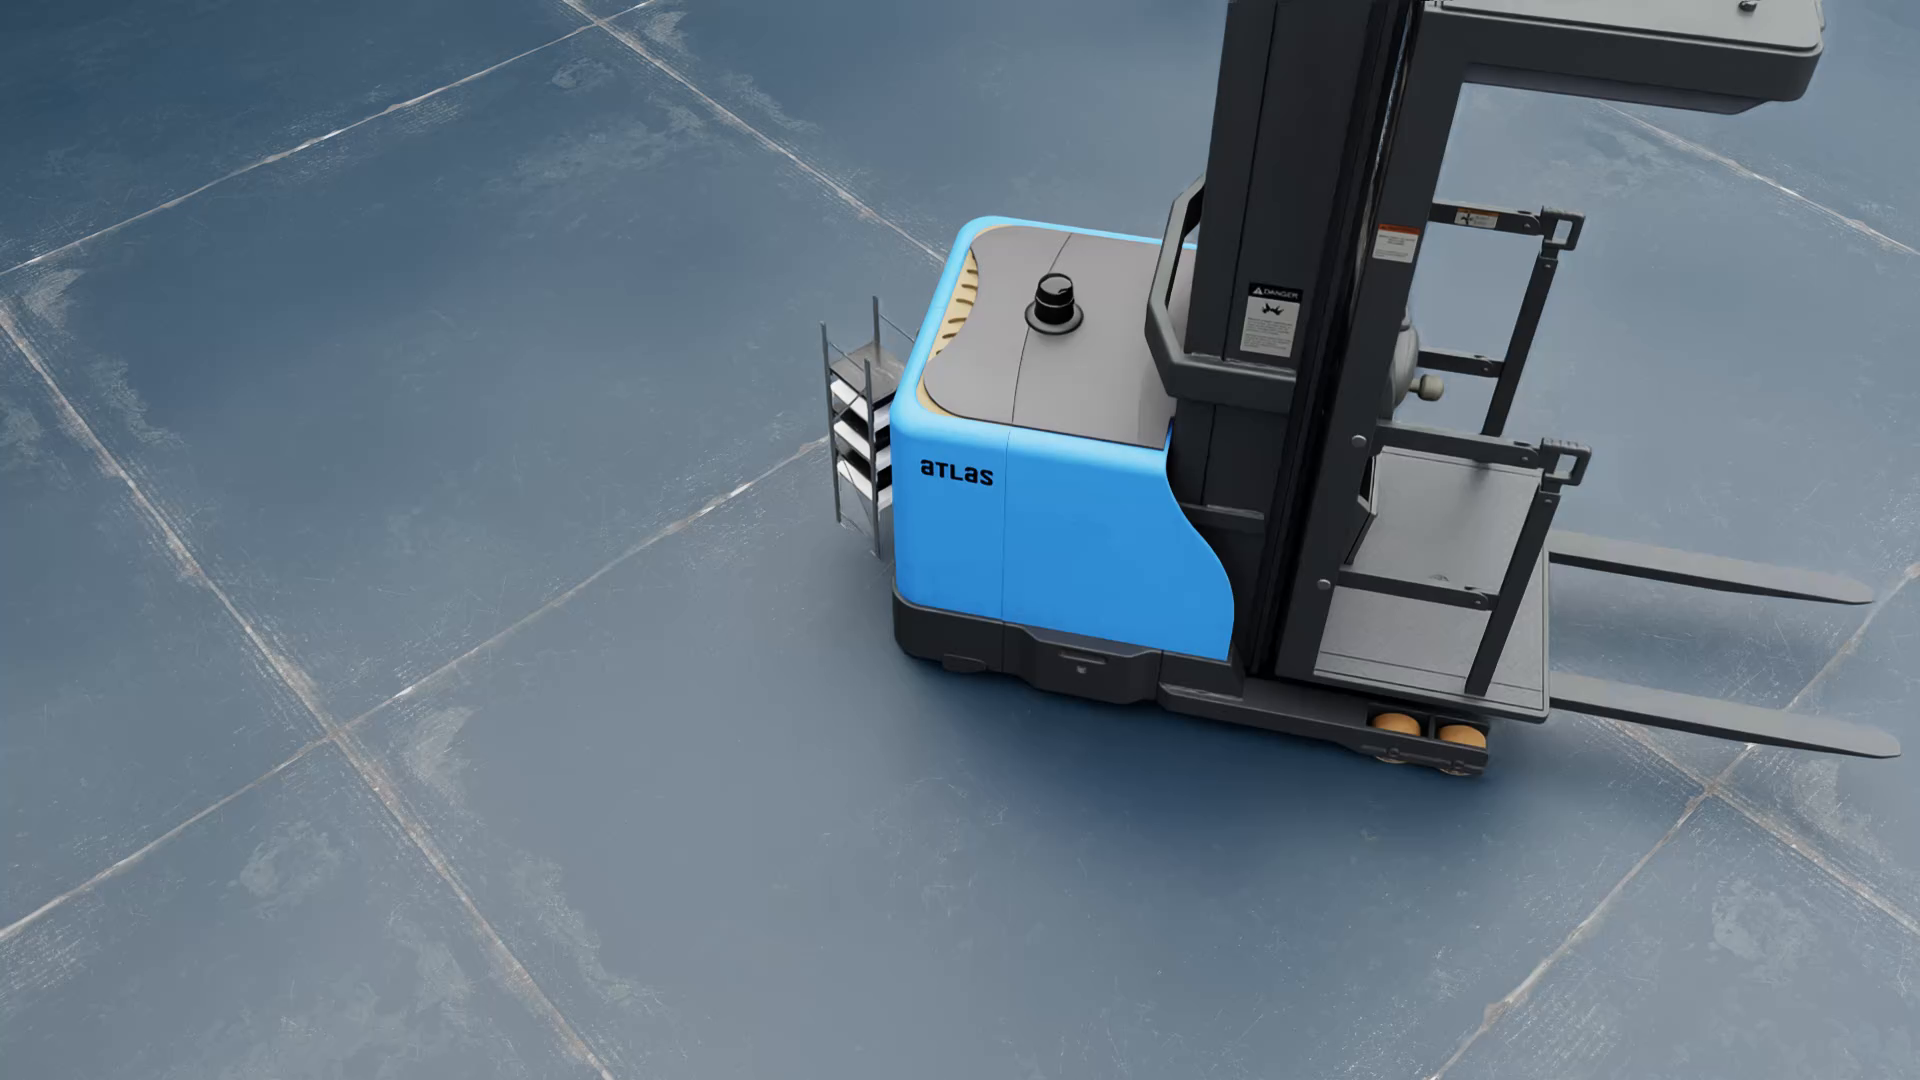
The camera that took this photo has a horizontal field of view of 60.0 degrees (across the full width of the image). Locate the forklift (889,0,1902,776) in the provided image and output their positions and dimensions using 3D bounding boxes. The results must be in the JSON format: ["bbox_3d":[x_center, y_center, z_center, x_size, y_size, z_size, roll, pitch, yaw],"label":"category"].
[{"bbox_3d":[1.360,-0.707,4.408,3.031,2.935,1.130,10,48,9],"label":"forklift"}]

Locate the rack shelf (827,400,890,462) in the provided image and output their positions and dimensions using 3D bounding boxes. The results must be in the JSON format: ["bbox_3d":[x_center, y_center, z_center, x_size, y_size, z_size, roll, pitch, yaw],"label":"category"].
[{"bbox_3d":[-0.274,-0.391,5.421,0.200,0.077,0.258,-32,55,-26],"label":"rack shelf"}]

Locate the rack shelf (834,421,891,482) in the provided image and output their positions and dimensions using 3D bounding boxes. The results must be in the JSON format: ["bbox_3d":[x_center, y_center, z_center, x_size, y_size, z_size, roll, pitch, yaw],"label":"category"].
[{"bbox_3d":[-0.274,-0.330,5.488,0.200,0.077,0.258,-32,55,-26],"label":"rack shelf"}]

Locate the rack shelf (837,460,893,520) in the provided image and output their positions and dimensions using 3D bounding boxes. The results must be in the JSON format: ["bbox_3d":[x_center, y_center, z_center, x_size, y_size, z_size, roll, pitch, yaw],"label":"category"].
[{"bbox_3d":[-0.274,-0.208,5.620,0.200,0.077,0.258,-32,55,-26],"label":"rack shelf"}]

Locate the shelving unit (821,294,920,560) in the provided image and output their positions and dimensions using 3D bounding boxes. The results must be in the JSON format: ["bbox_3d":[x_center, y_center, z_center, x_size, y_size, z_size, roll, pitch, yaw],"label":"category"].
[{"bbox_3d":[-0.274,-0.353,5.463,0.210,0.900,0.258,-32,55,-26],"label":"shelving unit"}]

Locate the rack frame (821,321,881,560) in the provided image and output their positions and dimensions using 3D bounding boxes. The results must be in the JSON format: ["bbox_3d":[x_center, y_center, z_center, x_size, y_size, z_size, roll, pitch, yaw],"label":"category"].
[{"bbox_3d":[-0.352,-0.304,5.419,0.006,0.900,0.240,-32,55,-26],"label":"rack frame"}]

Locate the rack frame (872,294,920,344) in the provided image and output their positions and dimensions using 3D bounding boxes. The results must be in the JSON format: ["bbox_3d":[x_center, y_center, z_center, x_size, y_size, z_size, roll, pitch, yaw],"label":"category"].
[{"bbox_3d":[-0.196,-0.401,5.508,0.006,0.900,0.240,-32,55,-26],"label":"rack frame"}]

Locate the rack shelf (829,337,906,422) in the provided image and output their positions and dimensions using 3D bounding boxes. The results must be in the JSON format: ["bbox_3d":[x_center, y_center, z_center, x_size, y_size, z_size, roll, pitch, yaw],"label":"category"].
[{"bbox_3d":[-0.274,-0.513,5.289,0.200,0.077,0.258,-32,55,-26],"label":"rack shelf"}]

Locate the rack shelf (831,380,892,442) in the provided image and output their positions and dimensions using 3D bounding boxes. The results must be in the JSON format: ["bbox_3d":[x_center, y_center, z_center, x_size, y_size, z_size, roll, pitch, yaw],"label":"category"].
[{"bbox_3d":[-0.274,-0.452,5.355,0.200,0.077,0.258,-32,55,-26],"label":"rack shelf"}]

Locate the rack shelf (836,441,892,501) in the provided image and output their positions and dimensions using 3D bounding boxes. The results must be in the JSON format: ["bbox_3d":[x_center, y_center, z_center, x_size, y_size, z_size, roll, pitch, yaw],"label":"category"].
[{"bbox_3d":[-0.274,-0.269,5.554,0.200,0.077,0.258,-32,55,-26],"label":"rack shelf"}]
